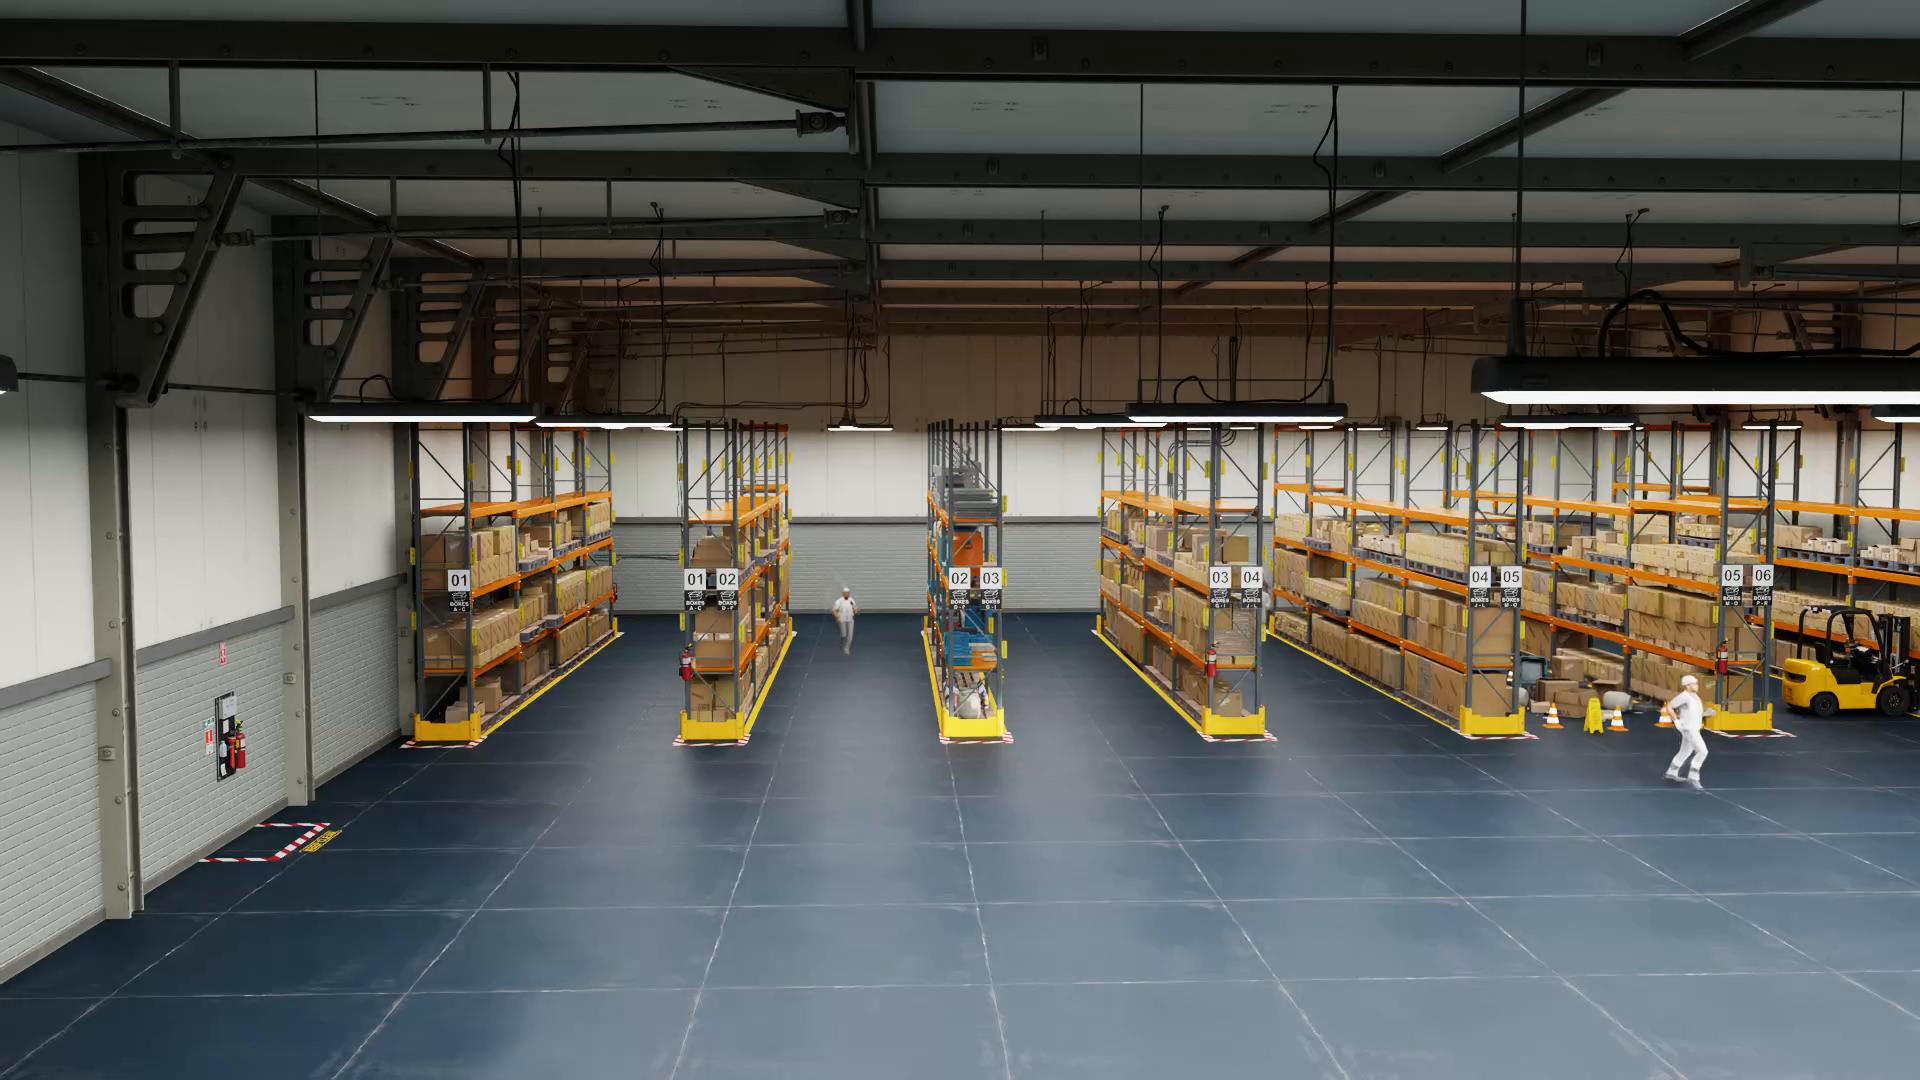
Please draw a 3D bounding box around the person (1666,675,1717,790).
[{"bbox_3d":[11.818,3.108,26.887,0.747,1.839,0.646,3,5,39],"label":"person"}]

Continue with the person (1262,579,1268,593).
[{"bbox_3d":[8.706,1.829,49.004,0.678,1.584,0.798,-1,4,-11],"label":"person"}]

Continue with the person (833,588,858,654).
[{"bbox_3d":[-2.795,2.001,40.916,0.607,1.622,0.501,-1,4,-15],"label":"person"}]

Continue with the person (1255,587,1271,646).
[{"bbox_3d":[7.955,2.021,44.246,0.693,1.746,0.654,0,4,-2],"label":"person"}]

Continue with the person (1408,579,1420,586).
[{"bbox_3d":[13.491,1.735,49.329,0.706,1.736,0.592,0,4,0],"label":"person"}]
